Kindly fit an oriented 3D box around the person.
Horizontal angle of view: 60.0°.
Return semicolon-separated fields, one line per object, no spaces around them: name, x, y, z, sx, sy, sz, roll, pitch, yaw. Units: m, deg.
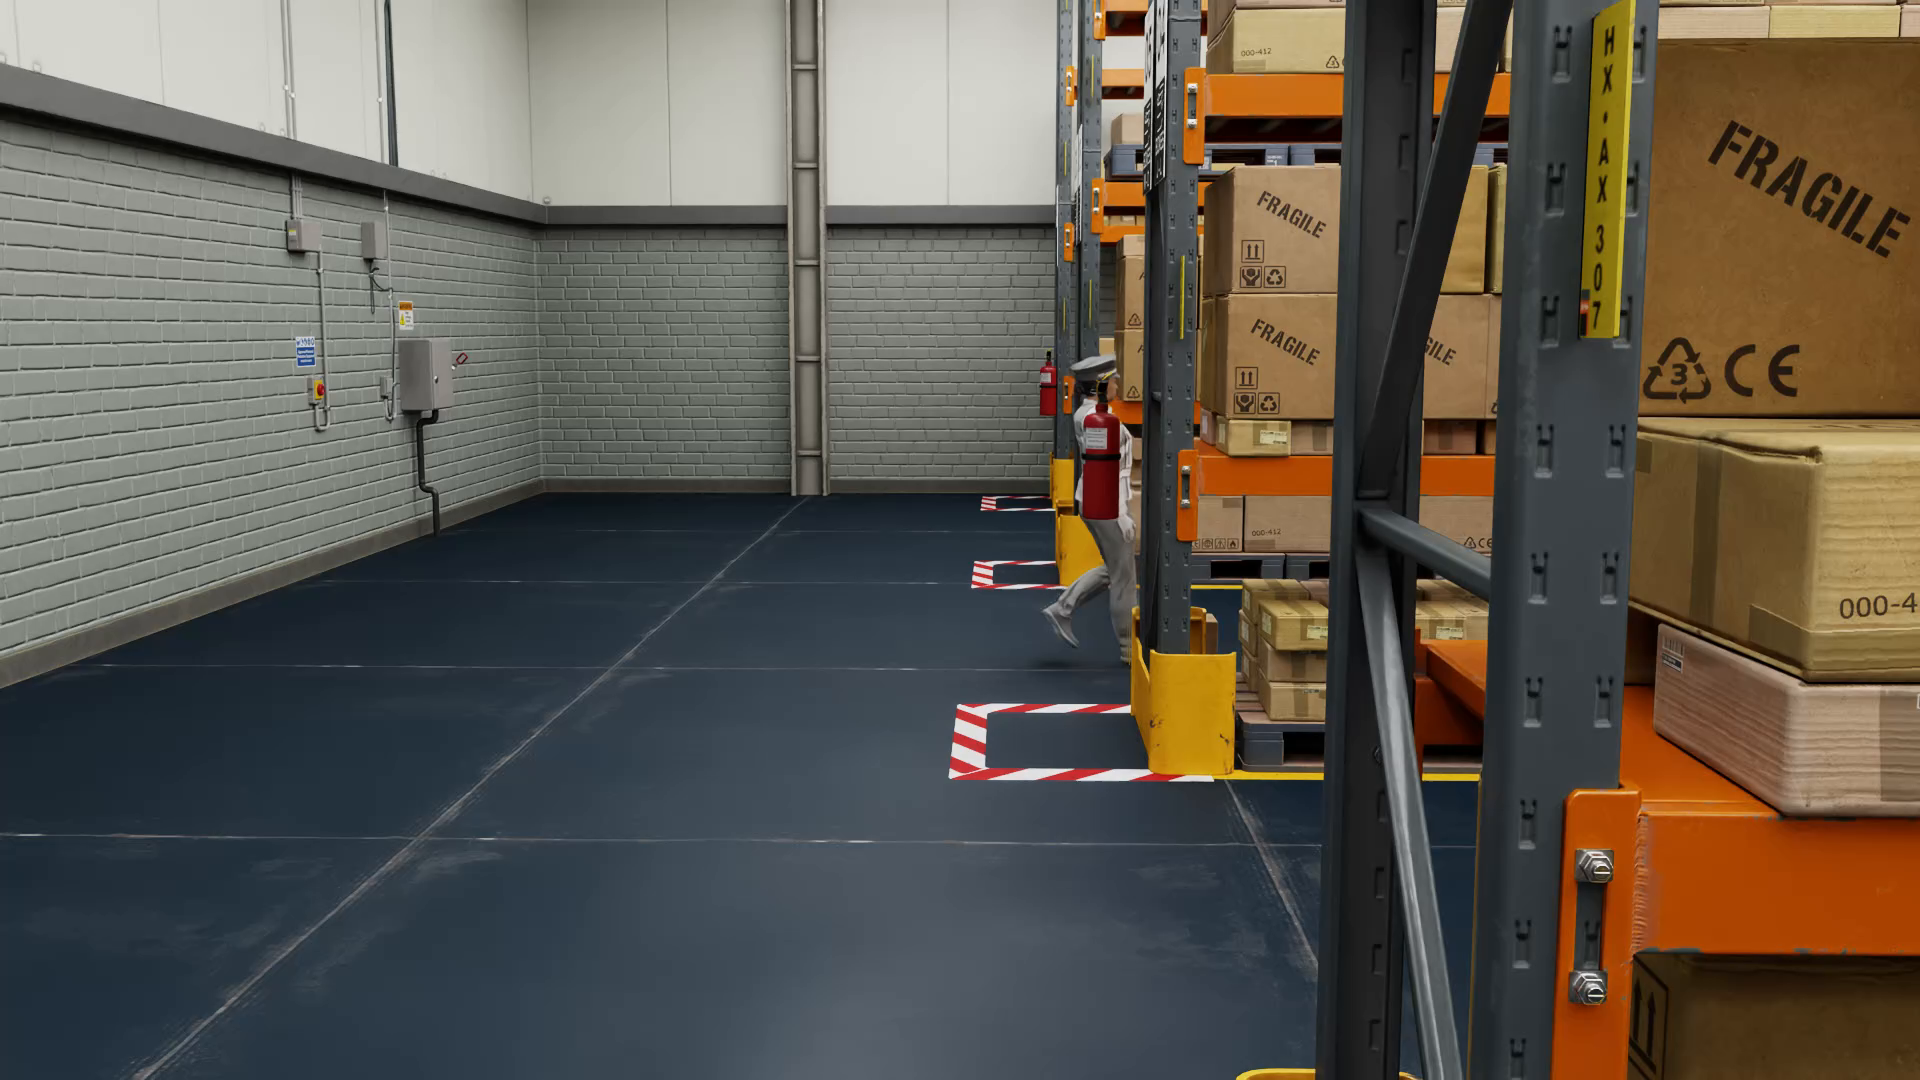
person;0.808;-0.174;8.986;0.683;1.666;0.503;-1;7;-7
